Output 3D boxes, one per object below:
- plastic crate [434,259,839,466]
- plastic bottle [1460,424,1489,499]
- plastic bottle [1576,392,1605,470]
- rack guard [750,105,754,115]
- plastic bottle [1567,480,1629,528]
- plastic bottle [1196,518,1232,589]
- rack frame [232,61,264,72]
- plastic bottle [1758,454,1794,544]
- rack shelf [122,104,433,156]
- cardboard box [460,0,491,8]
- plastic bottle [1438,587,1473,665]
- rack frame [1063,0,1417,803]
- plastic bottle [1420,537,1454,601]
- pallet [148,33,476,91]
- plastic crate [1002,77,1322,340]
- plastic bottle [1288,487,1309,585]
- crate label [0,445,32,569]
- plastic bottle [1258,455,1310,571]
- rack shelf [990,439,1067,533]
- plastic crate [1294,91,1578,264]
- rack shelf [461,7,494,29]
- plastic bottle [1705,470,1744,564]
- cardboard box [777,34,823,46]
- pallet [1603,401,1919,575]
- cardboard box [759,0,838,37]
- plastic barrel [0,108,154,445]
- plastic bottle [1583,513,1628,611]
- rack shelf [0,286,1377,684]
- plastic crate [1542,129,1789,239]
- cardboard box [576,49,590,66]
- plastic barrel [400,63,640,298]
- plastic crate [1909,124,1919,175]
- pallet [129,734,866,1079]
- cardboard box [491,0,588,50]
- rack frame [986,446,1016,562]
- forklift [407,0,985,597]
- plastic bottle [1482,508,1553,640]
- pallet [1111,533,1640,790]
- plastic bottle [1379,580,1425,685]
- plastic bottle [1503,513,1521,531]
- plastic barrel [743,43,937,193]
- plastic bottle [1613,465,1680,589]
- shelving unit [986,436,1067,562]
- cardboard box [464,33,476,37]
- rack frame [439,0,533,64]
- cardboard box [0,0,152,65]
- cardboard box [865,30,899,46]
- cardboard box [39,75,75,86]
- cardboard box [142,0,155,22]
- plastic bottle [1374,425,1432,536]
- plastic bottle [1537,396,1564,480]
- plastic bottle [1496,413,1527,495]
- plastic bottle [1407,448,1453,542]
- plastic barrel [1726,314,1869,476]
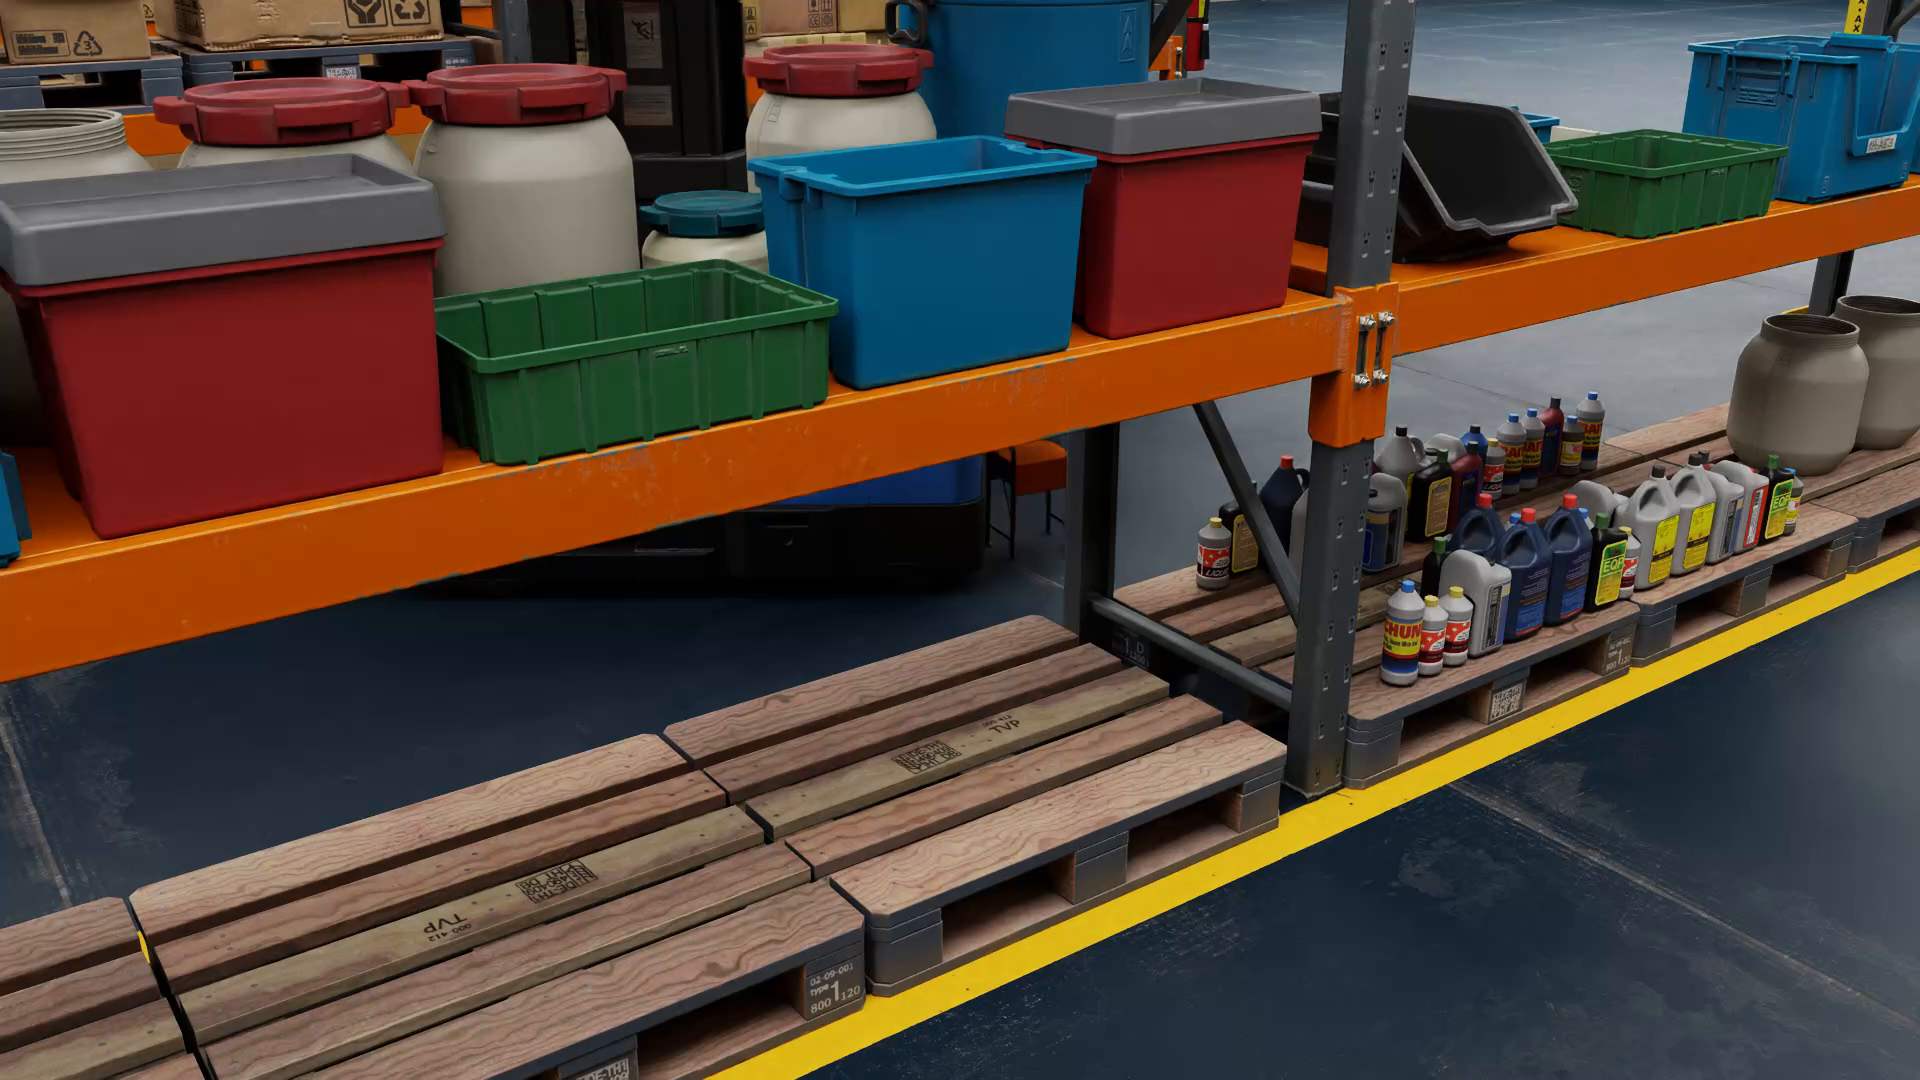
[{"bbox_3d":[-0.605,-0.330,2.961,0.662,0.188,0.450,-15,26,-33],"label":"plastic crate"},{"bbox_3d":[1.713,-0.254,5.574,0.097,0.271,0.097,0,22,0],"label":"plastic bottle"},{"bbox_3d":[2.237,-0.394,5.924,0.097,0.271,0.097,0,22,0],"label":"plastic bottle"},{"bbox_3d":[-1.797,-3.604,14.254,0.348,0.500,1.175,-15,26,-33],"label":"rack guard"},{"bbox_3d":[1.932,-0.051,5.058,0.135,0.276,0.152,-15,26,-33],"label":"plastic bottle"},{"bbox_3d":[0.756,0.033,4.948,0.097,0.201,0.097,0,22,0],"label":"plastic bottle"},{"bbox_3d":[-5.064,-3.894,11.608,0.127,3.000,1.000,-15,26,-33],"label":"rack frame"},{"bbox_3d":[2.571,-0.138,5.267,0.133,0.283,0.061,-14,26,-32],"label":"plastic bottle"},{"bbox_3d":[-3.873,-1.613,6.862,4.000,0.370,1.077,-15,26,-33],"label":"rack shelf"},{"bbox_3d":[-3.831,-4.254,12.308,0.550,0.550,0.875,-15,26,-33],"label":"cardboard box"},{"bbox_3d":[1.323,0.224,4.469,0.097,0.201,0.097,0,22,0],"label":"plastic bottle"},{"bbox_3d":[0.644,-0.890,4.079,0.127,3.000,1.000,-15,26,-33],"label":"rack frame"},{"bbox_3d":[1.342,0.120,4.619,0.133,0.283,0.061,-15,26,-33],"label":"plastic bottle"},{"bbox_3d":[-2.954,-2.169,7.544,1.213,0.211,1.003,-15,26,-33],"label":"pallet"},{"bbox_3d":[0.429,-0.723,3.574,0.583,0.464,0.402,-15,26,-33],"label":"plastic crate"},{"bbox_3d":[1.082,-0.047,4.946,0.185,0.351,0.144,-15,26,-33],"label":"plastic bottle"},{"bbox_3d":[-1.639,-0.174,2.238,0.616,0.435,0.502,-15,26,-33],"label":"crate label"},{"bbox_3d":[0.998,-0.090,5.055,0.185,0.351,0.144,-16,27,-34],"label":"plastic bottle"},{"bbox_3d":[0.247,-0.199,5.757,0.240,0.259,0.215,-11,24,-25],"label":"rack shelf"},{"bbox_3d":[1.143,-0.936,4.279,0.504,0.338,0.767,-15,26,-33],"label":"plastic crate"},{"bbox_3d":[-3.440,-3.993,12.826,4.000,0.370,1.077,-15,26,-33],"label":"rack shelf"},{"bbox_3d":[2.322,-0.089,5.154,0.135,0.276,0.152,-16,27,-34],"label":"plastic bottle"},{"bbox_3d":[-0.899,-2.497,8.446,0.250,0.149,0.380,-15,26,-33],"label":"cardboard box"},{"bbox_3d":[3.194,-0.256,6.252,1.213,0.211,1.003,-15,26,-33],"label":"pallet"},{"bbox_3d":[-1.074,-2.879,8.529,0.500,0.500,0.875,-15,26,-33],"label":"cardboard box"},{"bbox_3d":[-1.551,-0.454,2.836,0.421,0.512,0.421,0,22,0],"label":"plastic barrel"},{"bbox_3d":[1.853,0.054,4.786,0.133,0.283,0.061,-14,25,-31],"label":"plastic bottle"},{"bbox_3d":[-0.980,-0.123,3.128,4.000,0.370,1.077,-15,26,-33],"label":"rack shelf"},{"bbox_3d":[1.910,-1.000,4.642,0.662,0.188,0.450,-15,26,-33],"label":"plastic crate"},{"bbox_3d":[-1.899,-2.219,7.750,0.250,0.149,0.380,-15,26,-33],"label":"cardboard box"},{"bbox_3d":[-0.857,-0.653,3.302,0.433,0.535,0.433,0,22,0],"label":"plastic barrel"},{"bbox_3d":[3.128,-1.349,5.431,0.408,0.251,0.499,-15,26,-33],"label":"plastic crate"},{"bbox_3d":[-0.962,0.853,3.475,1.213,0.211,1.003,-15,26,-33],"label":"pallet"},{"bbox_3d":[-1.848,-2.643,7.937,0.500,0.500,0.875,-15,26,-33],"label":"cardboard box"},{"bbox_3d":[0.138,-0.447,5.599,0.008,1.050,0.200,-11,24,-25],"label":"rack frame"},{"bbox_3d":[-1.439,-1.372,5.379,3.031,2.935,1.130,0,22,0],"label":"forklift"},{"bbox_3d":[1.541,0.086,4.613,0.185,0.351,0.144,-14,26,-31],"label":"plastic bottle"},{"bbox_3d":[1.213,0.272,4.929,1.213,0.211,1.003,-15,26,-33],"label":"pallet"},{"bbox_3d":[1.158,0.236,4.346,0.097,0.271,0.097,0,22,0],"label":"plastic bottle"},{"bbox_3d":[1.588,0.055,4.798,0.097,0.271,0.097,0,22,0],"label":"plastic bottle"},{"bbox_3d":[-0.261,-0.812,3.700,0.433,0.535,0.433,0,22,0],"label":"plastic barrel"},{"bbox_3d":[2.039,-0.047,4.946,0.185,0.351,0.144,-15,26,-33],"label":"plastic bottle"},{"bbox_3d":[0.247,-0.467,5.650,0.252,1.050,0.215,-11,24,-25],"label":"shelving unit"},{"bbox_3d":[-3.783,-3.414,12.704,0.875,0.875,0.875,-15,26,-32],"label":"cardboard box"},{"bbox_3d":[-2.249,-2.380,7.813,0.127,3.000,1.000,-15,26,-33],"label":"rack frame"},{"bbox_3d":[-3.602,-2.220,6.706,0.637,0.503,0.797,-12,25,-27],"label":"cardboard box"},{"bbox_3d":[-0.513,-2.616,8.743,0.250,0.149,0.380,-15,26,-33],"label":"cardboard box"},{"bbox_3d":[-6.300,-2.675,11.022,0.750,0.750,1.050,-15,26,-33],"label":"cardboard box"},{"bbox_3d":[-5.331,-3.747,11.104,0.500,0.500,0.500,-15,26,-33],"label":"cardboard box"},{"bbox_3d":[1.416,-0.201,5.334,0.185,0.351,0.144,-15,26,-33],"label":"plastic bottle"},{"bbox_3d":[2.042,-0.356,5.813,0.133,0.283,0.061,-14,26,-32],"label":"plastic bottle"},{"bbox_3d":[1.877,-0.298,5.684,0.097,0.271,0.097,0,22,0],"label":"plastic bottle"},{"bbox_3d":[1.497,-0.145,5.284,0.133,0.283,0.061,-15,26,-33],"label":"plastic bottle"},{"bbox_3d":[2.994,-0.521,5.946,0.421,0.512,0.421,0,22,0],"label":"plastic barrel"}]
